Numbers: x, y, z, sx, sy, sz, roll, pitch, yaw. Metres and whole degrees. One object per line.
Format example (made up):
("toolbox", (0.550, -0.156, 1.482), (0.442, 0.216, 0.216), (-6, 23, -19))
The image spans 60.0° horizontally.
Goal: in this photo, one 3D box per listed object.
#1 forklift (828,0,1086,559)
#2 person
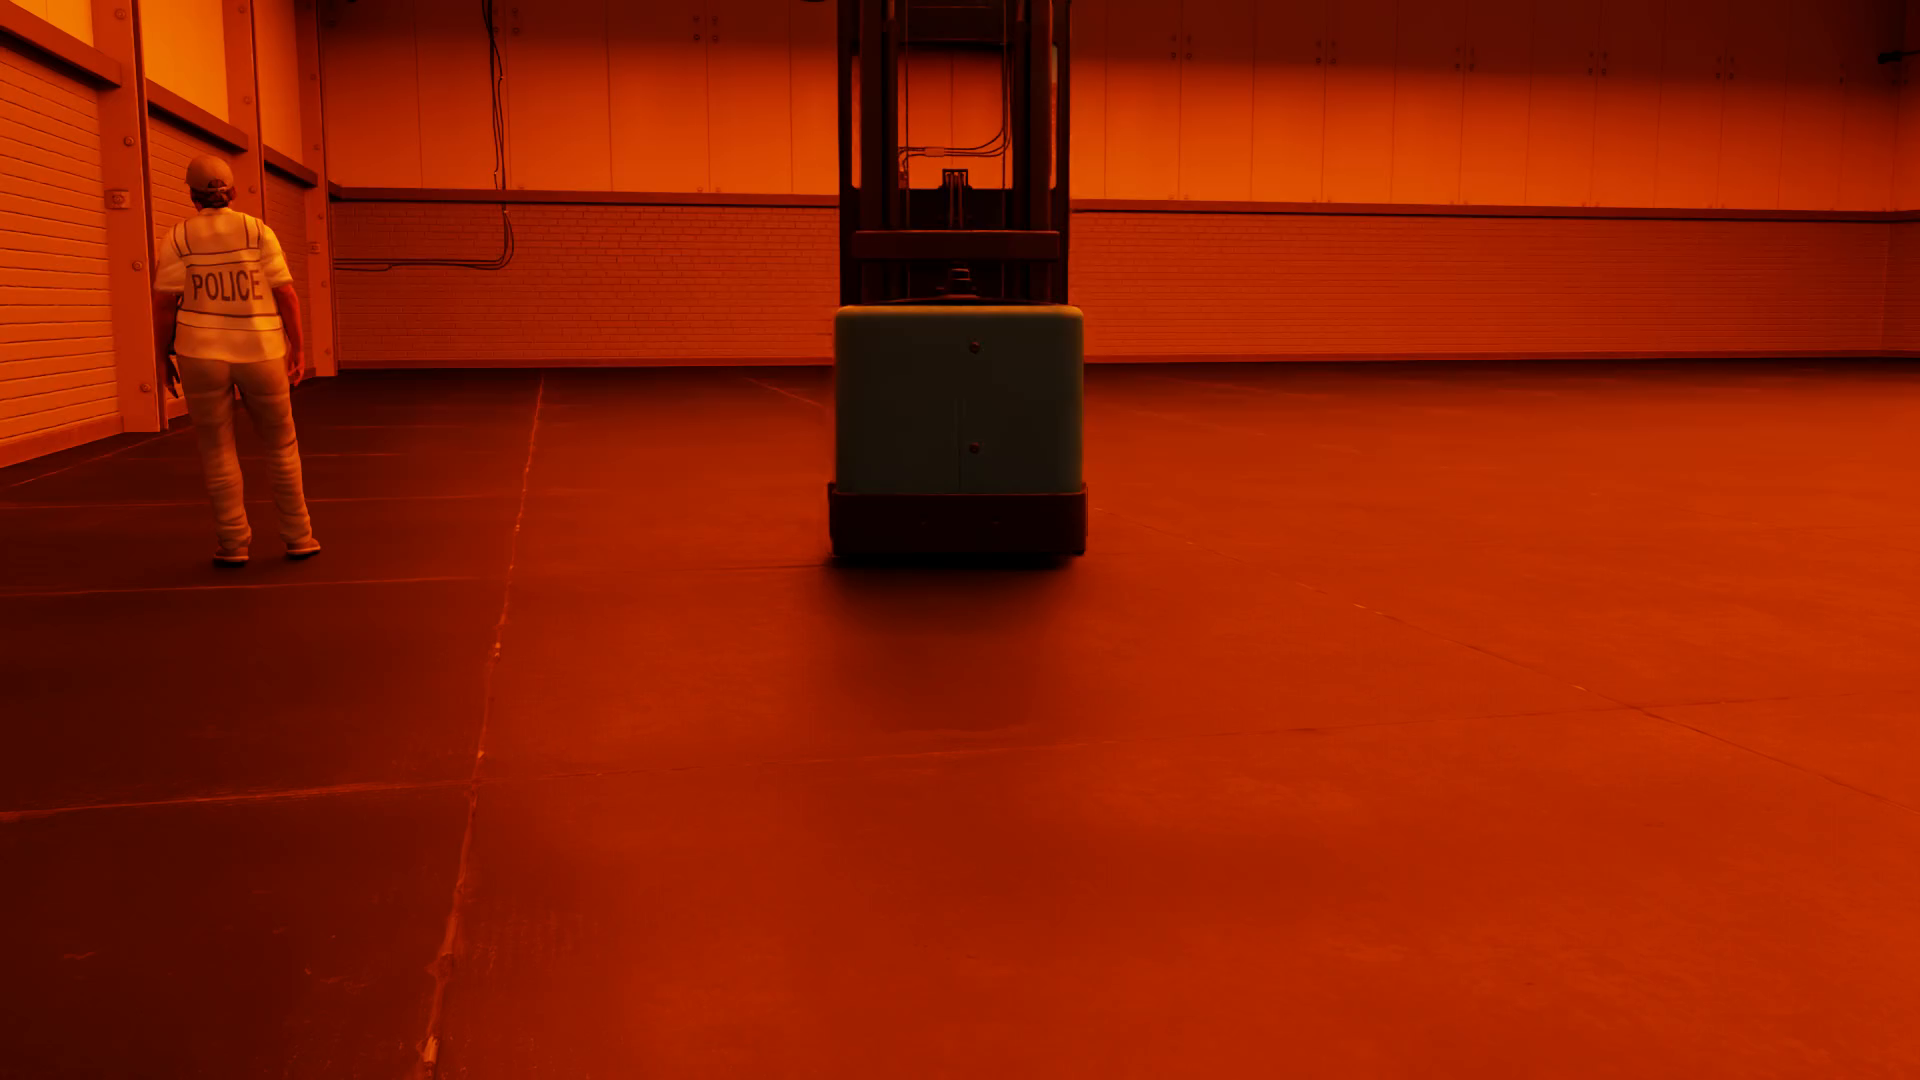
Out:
("forklift", (-0.034, -1.539, 8.131), (1.130, 2.935, 3.031), (0, 8, -1))
("person", (-3.020, -0.740, 6.935), (0.596, 1.669, 0.531), (-3, 9, -23))
